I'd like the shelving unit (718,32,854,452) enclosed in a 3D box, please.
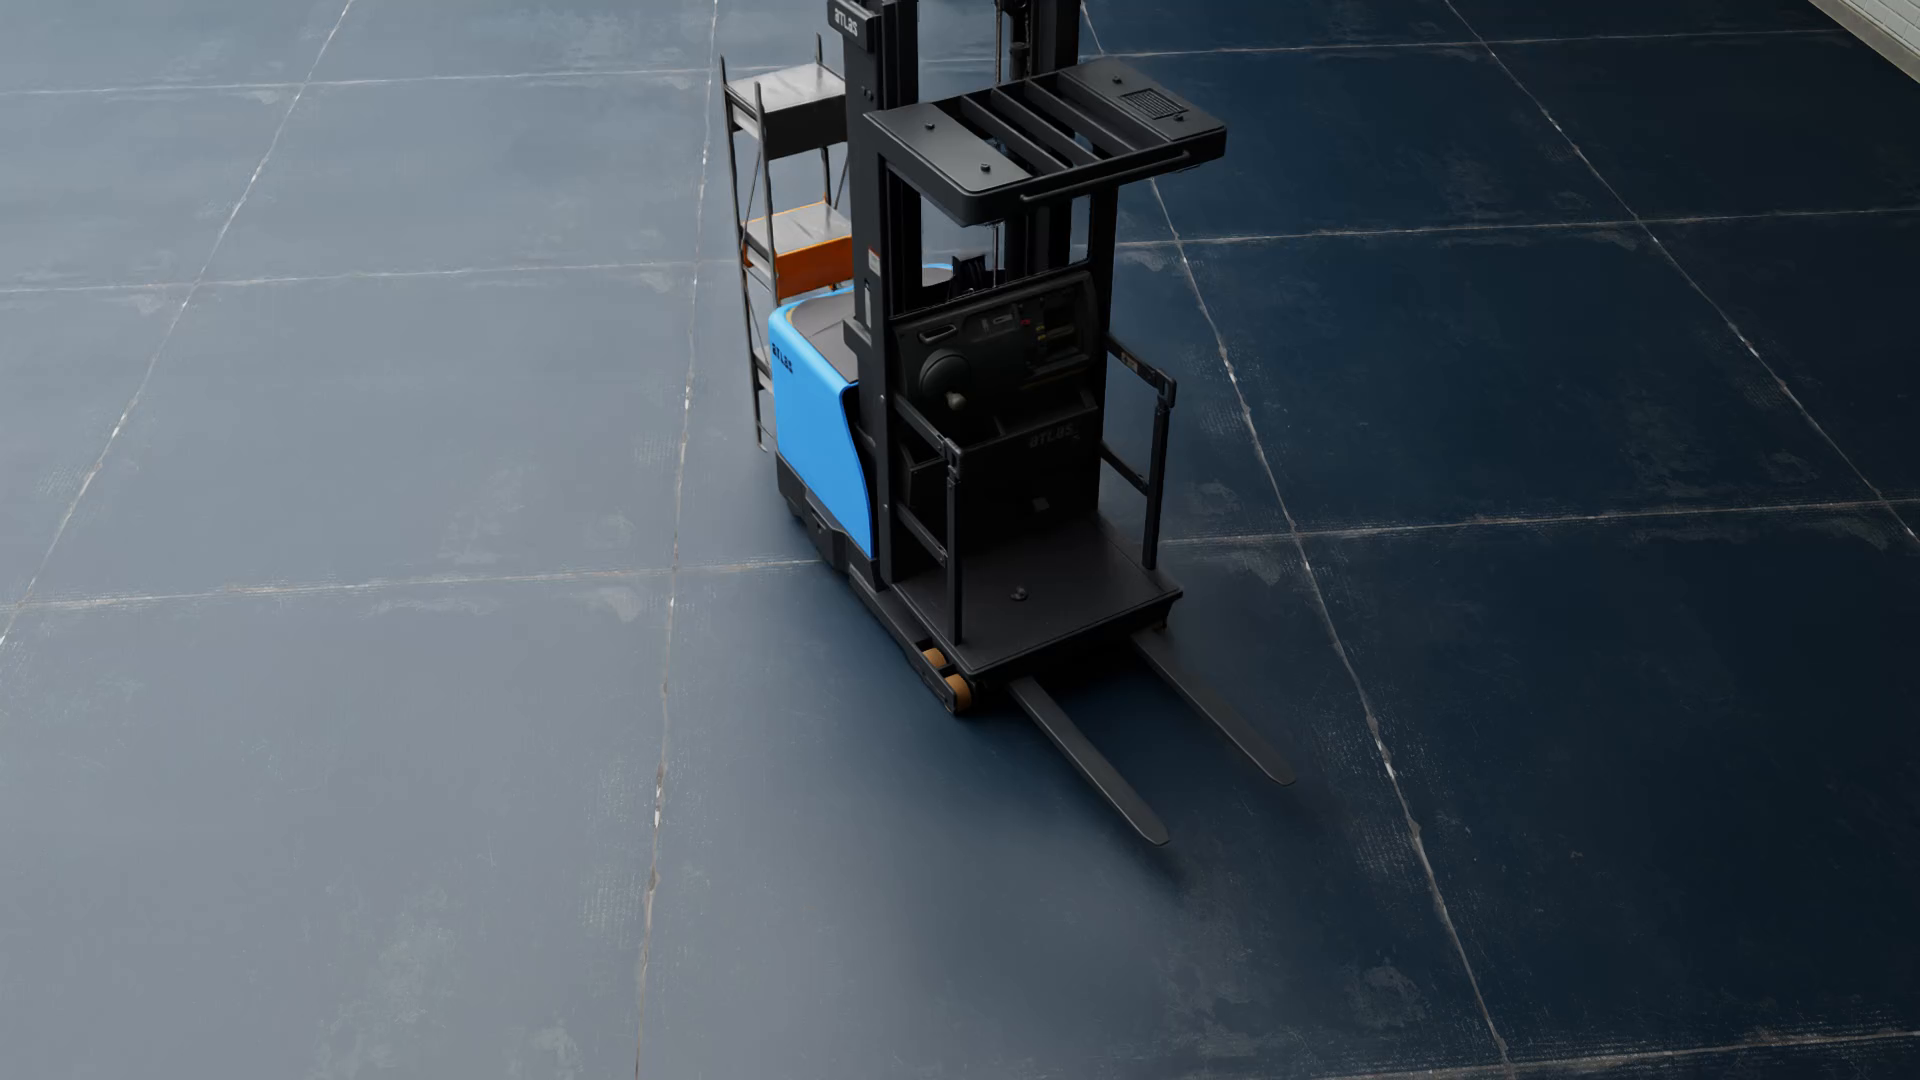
[{"bbox_3d":[-0.755,-1.316,8.039,0.503,2.100,0.431,-21,42,-24],"label":"shelving unit"}]

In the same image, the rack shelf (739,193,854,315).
[{"bbox_3d":[-0.755,-1.306,8.047,0.480,0.518,0.431,-21,42,-24],"label":"rack shelf"}]

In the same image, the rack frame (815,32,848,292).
[{"bbox_3d":[-0.547,-1.396,8.139,0.015,2.100,0.400,-21,42,-24],"label":"rack frame"}]

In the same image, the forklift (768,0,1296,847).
[{"bbox_3d":[0.271,-0.738,6.641,1.130,2.935,3.031,-20,42,-23],"label":"forklift"}]

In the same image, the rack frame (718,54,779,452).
[{"bbox_3d":[-0.963,-1.237,7.938,0.015,2.100,0.400,-21,42,-24],"label":"rack frame"}]

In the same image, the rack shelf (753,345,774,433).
[{"bbox_3d":[-0.748,-0.750,8.472,0.480,0.518,0.431,-21,42,-24],"label":"rack shelf"}]

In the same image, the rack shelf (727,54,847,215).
[{"bbox_3d":[-0.761,-1.862,7.622,0.480,0.518,0.431,-21,42,-24],"label":"rack shelf"}]
